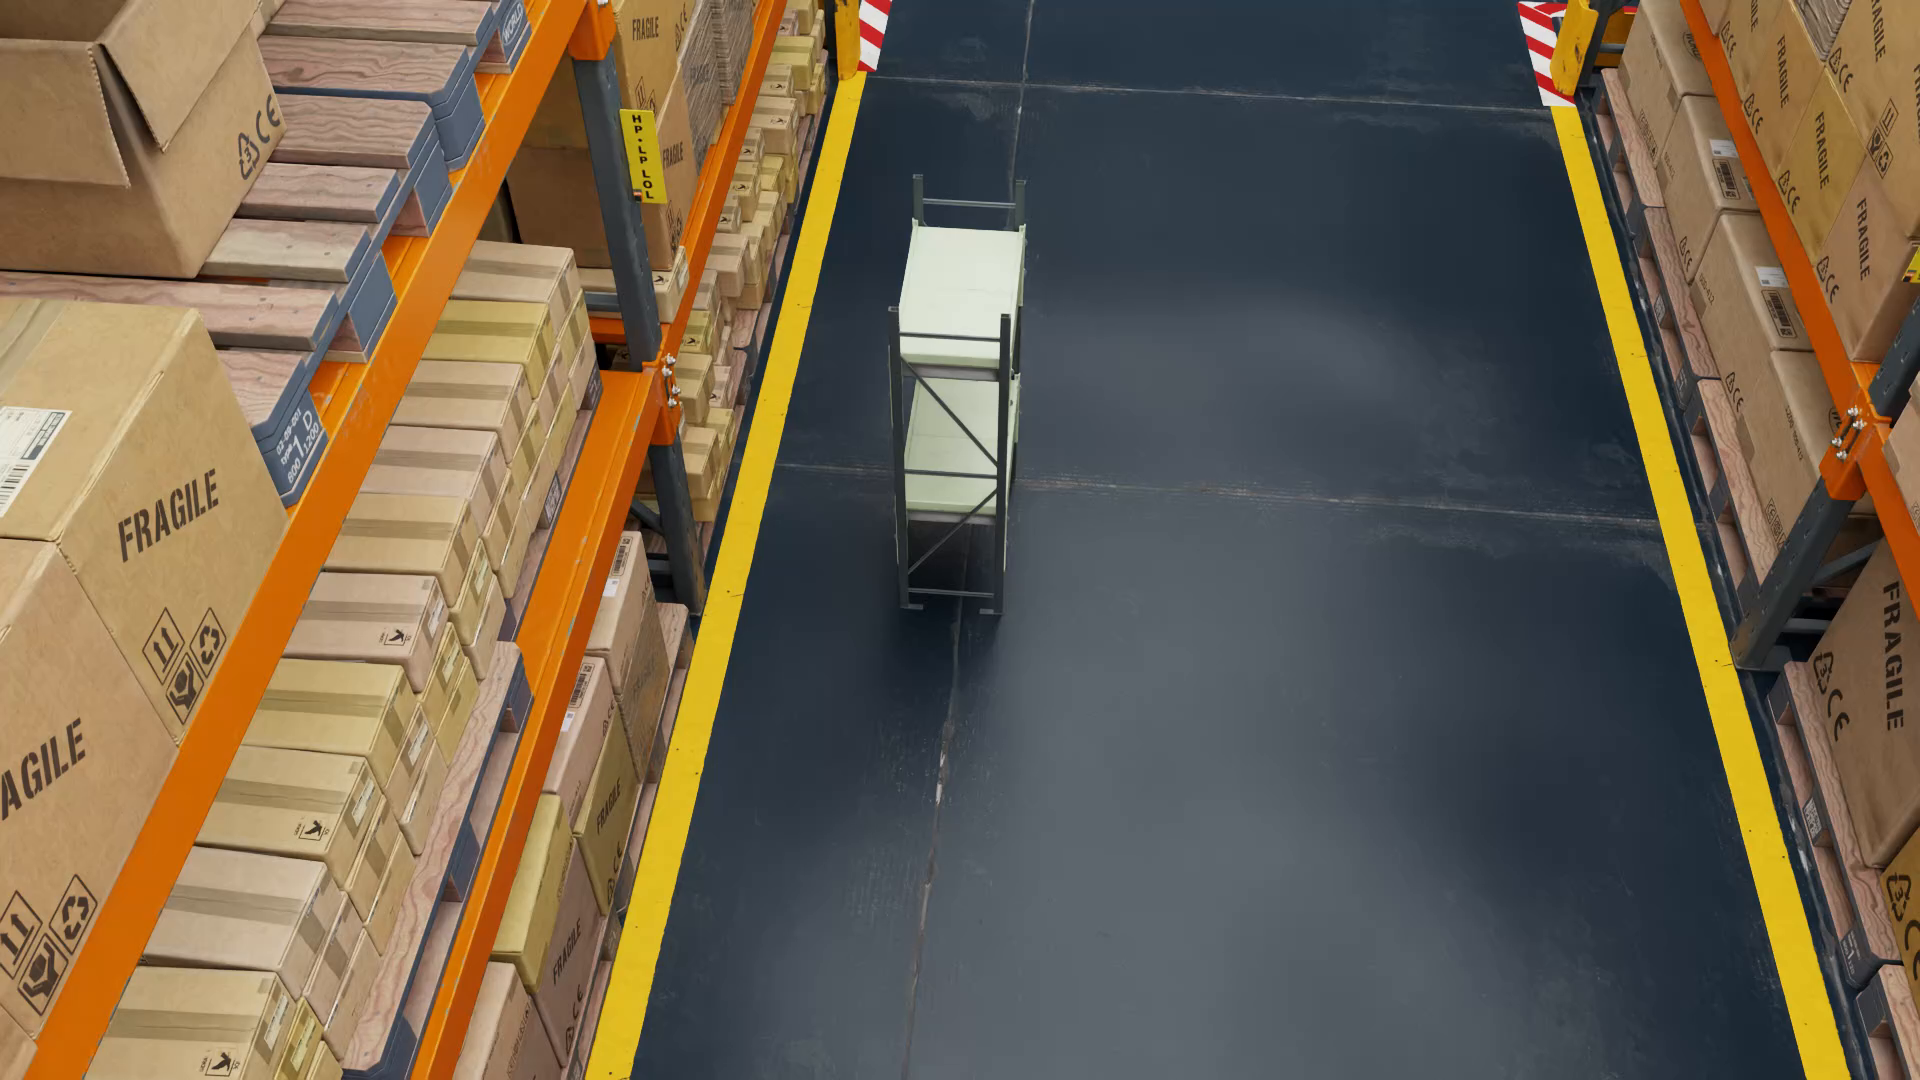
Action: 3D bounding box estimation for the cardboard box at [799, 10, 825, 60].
[{"bbox_3d":[-0.899,-2.601,8.542,0.380,0.149,0.250,3,48,2],"label":"cardboard box"}]

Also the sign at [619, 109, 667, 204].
[{"bbox_3d":[-0.946,-1.145,4.980,0.100,0.325,0.005,4,48,4],"label":"sign"}]

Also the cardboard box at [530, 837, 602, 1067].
[{"bbox_3d":[-1.414,1.227,5.004,0.500,0.500,0.500,3,48,3],"label":"cardboard box"}]

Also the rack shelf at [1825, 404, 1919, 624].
[{"bbox_3d":[3.257,1.182,4.124,1.077,0.370,4.000,4,48,4],"label":"rack shelf"}]

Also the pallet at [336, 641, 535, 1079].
[{"bbox_3d":[-1.724,0.757,4.154,1.003,0.211,1.213,4,48,4],"label":"pallet"}]

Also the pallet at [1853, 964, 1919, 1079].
[{"bbox_3d":[3.335,1.882,4.886,1.003,0.211,1.213,4,48,4],"label":"pallet"}]

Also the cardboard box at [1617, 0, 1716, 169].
[{"bbox_3d":[3.843,-2.255,8.232,0.875,0.438,0.875,2,48,2],"label":"cardboard box"}]

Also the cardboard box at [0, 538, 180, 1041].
[{"bbox_3d":[-1.509,0.334,2.311,0.500,0.500,0.500,4,48,4],"label":"cardboard box"}]

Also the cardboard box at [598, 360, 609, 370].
[{"bbox_3d":[-1.591,-0.849,7.141,0.380,0.149,0.250,3,48,3],"label":"cardboard box"}]

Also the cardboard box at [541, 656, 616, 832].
[{"bbox_3d":[-1.376,0.601,5.069,0.500,0.250,0.500,6,48,5],"label":"cardboard box"}]

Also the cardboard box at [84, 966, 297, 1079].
[{"bbox_3d":[-1.556,0.994,3.291,0.380,0.149,0.250,2,48,2],"label":"cardboard box"}]

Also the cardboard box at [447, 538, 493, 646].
[{"bbox_3d":[-1.433,0.127,4.285,0.380,0.149,0.250,2,48,2],"label":"cardboard box"}]

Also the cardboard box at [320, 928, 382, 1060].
[{"bbox_3d":[-1.529,0.988,3.699,0.380,0.149,0.250,5,48,5],"label":"cardboard box"}]

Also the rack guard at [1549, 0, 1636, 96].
[{"bbox_3d":[3.806,-2.644,8.829,1.175,0.500,0.348,4,48,4],"label":"rack guard"}]

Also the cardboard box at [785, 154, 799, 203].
[{"bbox_3d":[-0.978,-1.749,7.964,0.380,0.149,0.250,2,48,2],"label":"cardboard box"}]

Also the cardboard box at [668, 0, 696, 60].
[{"bbox_3d":[-1.184,-1.958,5.561,0.500,0.500,0.500,3,48,2],"label":"cardboard box"}]

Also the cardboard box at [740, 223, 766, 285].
[{"bbox_3d":[-1.066,-1.267,7.322,0.380,0.149,0.250,4,48,3],"label":"cardboard box"}]

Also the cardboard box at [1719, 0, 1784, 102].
[{"bbox_3d":[3.362,-2.055,6.529,0.500,0.500,0.500,5,48,5],"label":"cardboard box"}]

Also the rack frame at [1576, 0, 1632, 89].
[{"bbox_3d":[3.804,-3.470,7.891,1.000,3.000,0.127,4,48,4],"label":"rack frame"}]

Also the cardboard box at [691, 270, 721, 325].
[{"bbox_3d":[-1.203,-0.990,6.866,0.380,0.149,0.250,3,48,3],"label":"cardboard box"}]

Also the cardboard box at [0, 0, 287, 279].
[{"bbox_3d":[-1.771,-0.852,3.109,0.797,0.503,0.637,3,48,3],"label":"cardboard box"}]

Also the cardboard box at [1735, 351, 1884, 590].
[{"bbox_3d":[3.603,-0.262,6.408,0.875,0.438,0.875,3,48,3],"label":"cardboard box"}]

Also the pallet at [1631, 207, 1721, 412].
[{"bbox_3d":[3.695,-1.042,7.560,1.003,0.211,1.213,4,48,4],"label":"pallet"}]

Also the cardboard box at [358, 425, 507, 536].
[{"bbox_3d":[-1.414,-0.159,4.345,0.380,0.149,0.250,4,48,3],"label":"cardboard box"}]

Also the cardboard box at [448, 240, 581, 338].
[{"bbox_3d":[-1.342,-0.739,4.875,0.380,0.149,0.250,6,48,5],"label":"cardboard box"}]

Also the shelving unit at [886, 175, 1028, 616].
[{"bbox_3d":[-0.001,-0.501,6.192,0.431,1.500,0.755,4,48,4],"label":"shelving unit"}]

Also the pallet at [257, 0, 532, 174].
[{"bbox_3d":[-1.662,-1.292,3.993,1.213,0.211,1.003,4,48,4],"label":"pallet"}]

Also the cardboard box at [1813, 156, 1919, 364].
[{"bbox_3d":[3.227,-0.922,5.493,0.500,0.500,0.500,4,48,4],"label":"cardboard box"}]

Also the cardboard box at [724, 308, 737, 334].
[{"bbox_3d":[-1.188,-0.986,7.267,0.380,0.149,0.250,2,48,2],"label":"cardboard box"}]

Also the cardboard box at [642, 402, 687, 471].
[{"bbox_3d":[-1.262,-0.409,6.335,0.380,0.149,0.250,6,48,5],"label":"cardboard box"}]

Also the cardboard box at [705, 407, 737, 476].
[{"bbox_3d":[-1.122,-0.410,6.740,0.380,0.149,0.250,5,48,5],"label":"cardboard box"}]

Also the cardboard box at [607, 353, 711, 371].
[{"bbox_3d":[-1.228,-0.687,6.792,0.380,0.149,0.250,4,48,3],"label":"cardboard box"}]

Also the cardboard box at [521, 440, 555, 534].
[{"bbox_3d":[-1.386,-0.167,4.756,0.380,0.149,0.250,4,48,3],"label":"cardboard box"}]

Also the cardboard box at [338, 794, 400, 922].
[{"bbox_3d":[-1.504,0.705,3.757,0.380,0.149,0.250,3,48,3],"label":"cardboard box"}]

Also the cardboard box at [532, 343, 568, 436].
[{"bbox_3d":[-1.362,-0.447,4.810,0.380,0.149,0.250,4,48,4],"label":"cardboard box"}]

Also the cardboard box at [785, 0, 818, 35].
[{"bbox_3d":[-0.931,-2.703,8.434,0.380,0.149,0.250,4,48,4],"label":"cardboard box"}]

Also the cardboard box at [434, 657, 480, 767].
[{"bbox_3d":[-1.454,0.417,4.222,0.380,0.149,0.250,6,48,5],"label":"cardboard box"}]

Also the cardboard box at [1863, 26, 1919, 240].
[{"bbox_3d":[3.207,-1.267,5.131,0.500,0.500,0.500,4,48,3],"label":"cardboard box"}]

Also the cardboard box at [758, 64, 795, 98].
[{"bbox_3d":[-0.995,-2.137,7.916,0.380,0.149,0.250,2,48,2],"label":"cardboard box"}]

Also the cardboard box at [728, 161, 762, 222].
[{"bbox_3d":[-1.094,-1.555,7.384,0.380,0.149,0.250,4,48,4],"label":"cardboard box"}]

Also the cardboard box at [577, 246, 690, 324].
[{"bbox_3d":[-1.148,-0.891,5.702,0.380,0.149,0.250,5,48,5],"label":"cardboard box"}]

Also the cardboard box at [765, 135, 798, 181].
[{"bbox_3d":[-0.979,-1.838,7.844,0.380,0.149,0.250,5,48,4],"label":"cardboard box"}]

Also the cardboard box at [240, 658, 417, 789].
[{"bbox_3d":[-1.484,0.417,3.818,0.380,0.149,0.250,3,48,3],"label":"cardboard box"}]

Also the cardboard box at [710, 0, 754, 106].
[{"bbox_3d":[-1.084,-2.002,6.279,0.500,0.500,0.500,3,48,3],"label":"cardboard box"}]

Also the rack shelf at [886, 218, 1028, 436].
[{"bbox_3d":[-0.001,-0.765,5.904,0.431,0.370,0.720,4,48,4],"label":"rack shelf"}]

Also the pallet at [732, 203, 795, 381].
[{"bbox_3d":[-1.365,-1.243,7.744,1.003,0.211,1.213,4,48,4],"label":"pallet"}]

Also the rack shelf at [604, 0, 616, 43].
[{"bbox_3d":[-1.317,-3.028,5.942,1.077,0.370,4.000,4,48,4],"label":"rack shelf"}]
